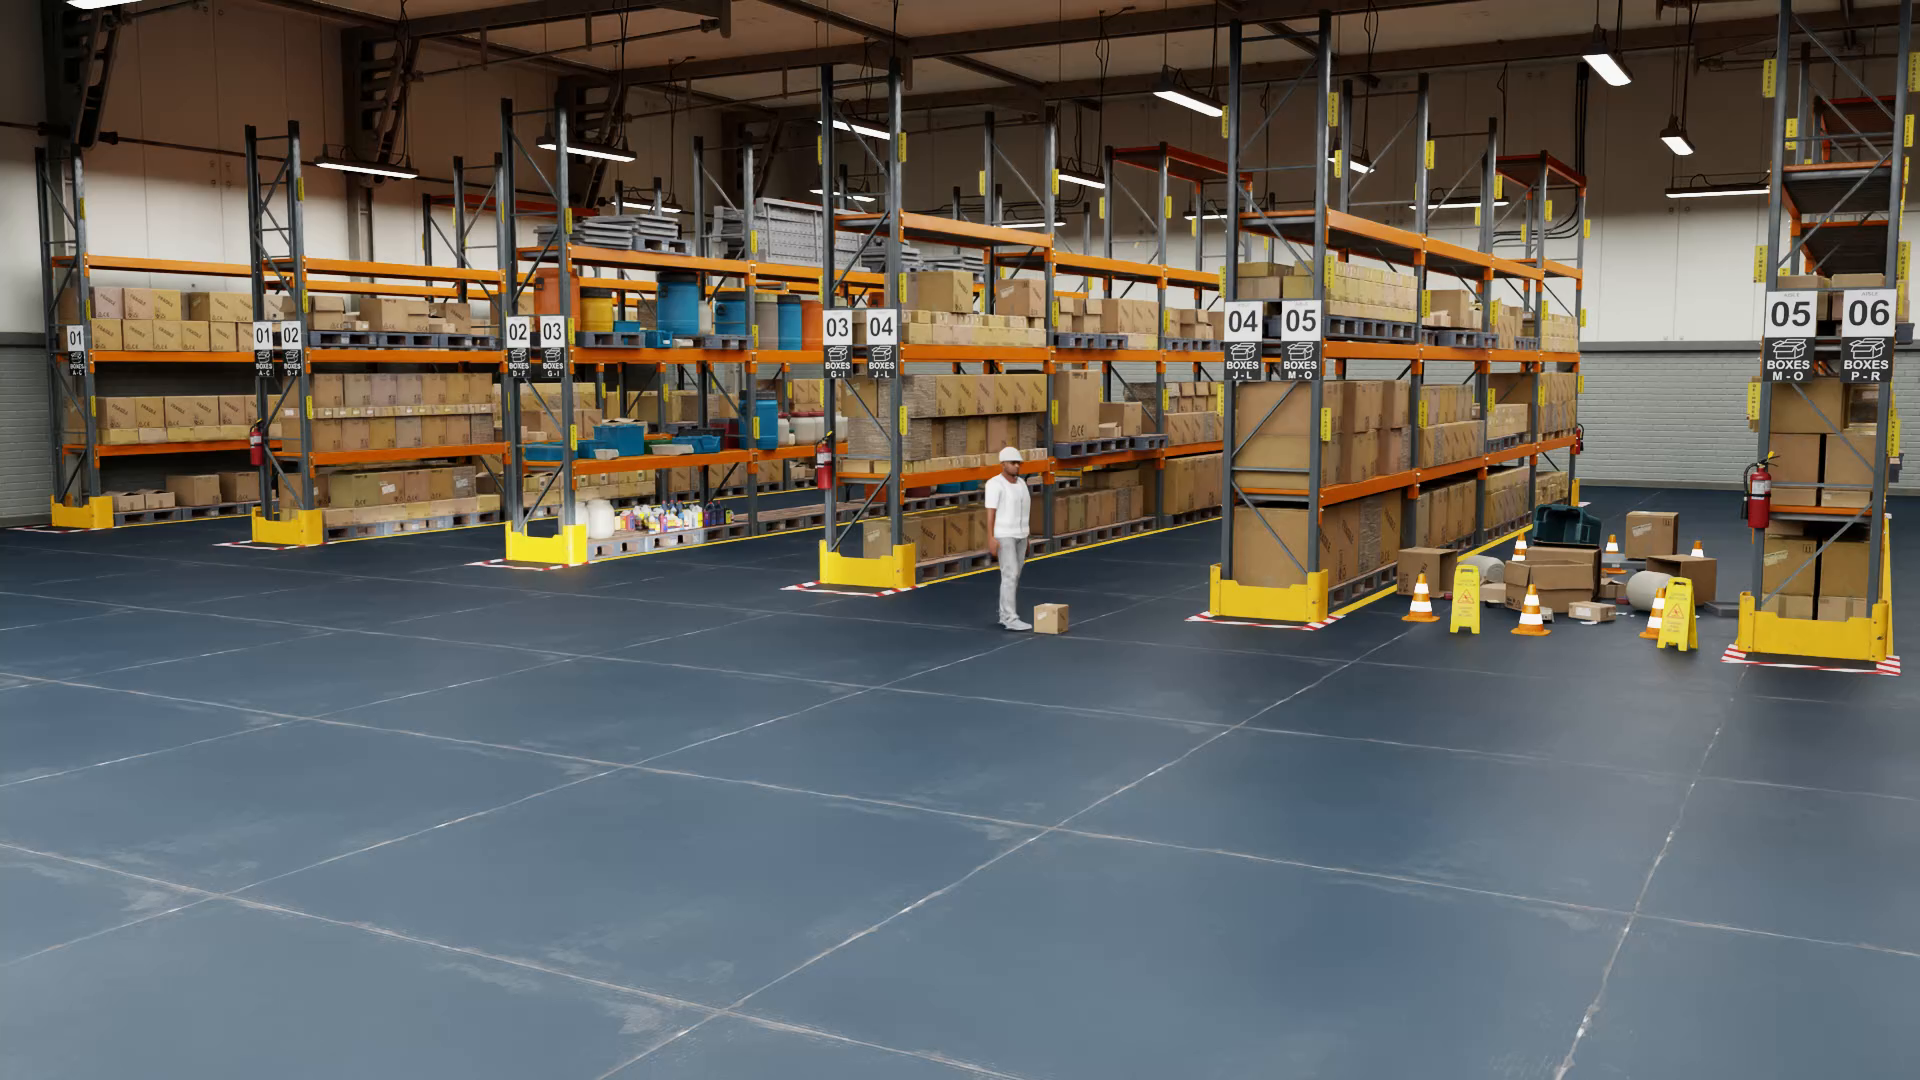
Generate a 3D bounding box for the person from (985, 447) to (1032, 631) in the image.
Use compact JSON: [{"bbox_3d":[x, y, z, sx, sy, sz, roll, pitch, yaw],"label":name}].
[{"bbox_3d":[0.558,-0.022,16.204,0.611,1.761,0.576,5,8,41],"label":"person"}]
